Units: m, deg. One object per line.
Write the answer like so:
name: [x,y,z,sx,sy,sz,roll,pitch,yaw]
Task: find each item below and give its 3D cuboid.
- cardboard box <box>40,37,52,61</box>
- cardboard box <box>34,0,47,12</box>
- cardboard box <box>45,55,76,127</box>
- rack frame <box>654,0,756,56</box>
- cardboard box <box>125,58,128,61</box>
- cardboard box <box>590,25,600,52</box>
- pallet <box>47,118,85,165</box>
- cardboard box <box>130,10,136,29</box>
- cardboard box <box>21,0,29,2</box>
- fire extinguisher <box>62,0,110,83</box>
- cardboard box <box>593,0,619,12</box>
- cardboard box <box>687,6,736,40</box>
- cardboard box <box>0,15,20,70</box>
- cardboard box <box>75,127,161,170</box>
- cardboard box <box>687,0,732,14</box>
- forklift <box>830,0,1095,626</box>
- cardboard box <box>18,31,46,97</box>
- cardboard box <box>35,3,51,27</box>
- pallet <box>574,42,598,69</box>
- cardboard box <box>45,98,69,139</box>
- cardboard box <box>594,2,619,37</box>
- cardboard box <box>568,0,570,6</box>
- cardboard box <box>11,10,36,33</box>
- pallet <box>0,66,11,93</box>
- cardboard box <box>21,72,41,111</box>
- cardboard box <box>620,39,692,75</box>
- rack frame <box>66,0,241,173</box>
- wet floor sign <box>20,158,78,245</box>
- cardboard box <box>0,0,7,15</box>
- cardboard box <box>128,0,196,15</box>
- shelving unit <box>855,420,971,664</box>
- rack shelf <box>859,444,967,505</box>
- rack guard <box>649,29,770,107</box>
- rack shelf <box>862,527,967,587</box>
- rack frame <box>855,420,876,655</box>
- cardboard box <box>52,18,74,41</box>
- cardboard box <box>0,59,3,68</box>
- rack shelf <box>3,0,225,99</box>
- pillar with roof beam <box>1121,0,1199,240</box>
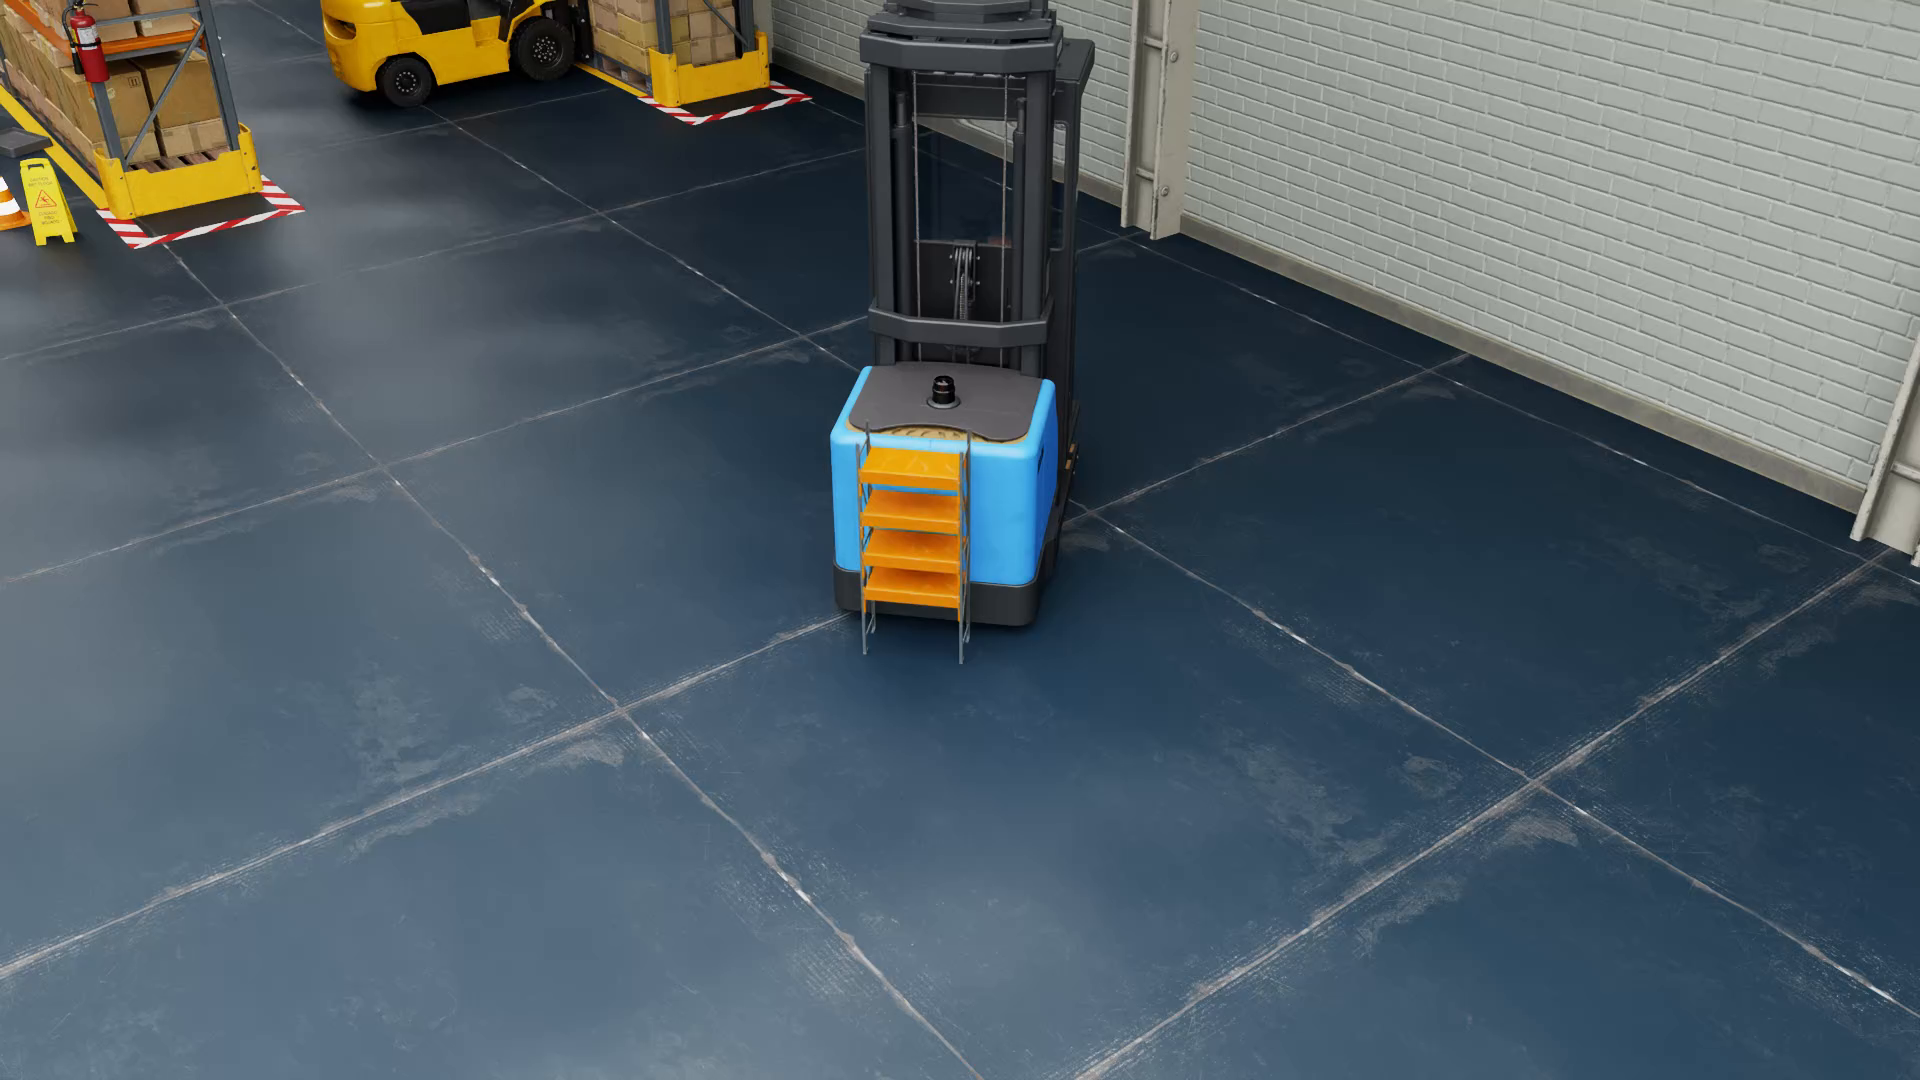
cardboard box: [-7.487,-4.160,13.987,0.380,0.149,0.250,-22,38,-31]
cardboard box: [-7.214,-4.585,13.412,0.500,0.500,0.500,-22,38,-31]
cardboard box: [-7.380,-3.863,14.125,0.500,0.500,0.500,-21,37,-30]
rack frame: [-2.441,-5.676,15.546,1.000,3.000,0.127,-22,38,-31]
cardboard box: [-6.975,-4.049,14.424,0.500,0.500,0.500,-24,39,-33]
cardboard box: [-3.576,-5.202,16.990,0.500,0.250,0.500,-22,38,-31]
pallet: [-7.621,-3.774,15.126,1.003,0.211,1.213,-22,38,-31]
cardboard box: [-6.571,-4.271,13.522,0.380,0.149,0.250,-22,38,-31]
cardboard box: [-7.919,-4.762,14.312,0.380,0.149,0.250,-22,38,-32]
fire extinguisher: [-6.654,-3.839,12.661,0.296,0.674,0.183,-22,38,-31]
cardboard box: [-3.288,-5.413,16.383,0.500,0.250,0.500,-22,38,-31]
cardboard box: [-2.565,-5.162,16.452,0.500,0.250,0.500,-21,38,-31]
cardboard box: [-8.664,-4.731,15.522,0.500,0.500,0.500,-20,37,-29]
cardboard box: [-7.083,-3.339,13.991,0.500,0.250,0.500,-22,38,-32]
cardboard box: [-2.586,-5.373,16.318,0.500,0.250,0.500,-23,39,-32]
forklift: [0.105,-1.573,9.005,1.130,2.935,3.031,5,32,8]
cardboard box: [-8.010,-4.295,14.820,0.500,0.500,0.500,-20,37,-29]
cardboard box: [-7.323,-4.329,13.616,0.380,0.149,0.250,-22,38,-31]
pallet: [-3.687,-5.305,17.591,1.003,0.211,1.213,-22,38,-31]
cardboard box: [-7.705,-3.764,14.675,0.500,0.250,0.500,-24,39,-33]
cardboard box: [-3.286,-5.213,16.535,0.500,0.250,0.500,-23,38,-32]
cardboard box: [-3.923,-5.631,17.208,0.500,0.250,0.500,-22,38,-32]
cardboard box: [-8.151,-4.610,14.713,0.380,0.149,0.250,-20,37,-29]
pallet: [-9.291,-4.875,16.899,1.003,0.211,1.213,-22,38,-31]
cardboard box: [-8.328,-4.194,15.368,0.500,0.250,0.500,-20,37,-29]
cardboard box: [-2.979,-4.780,16.311,0.500,0.250,0.500,-22,38,-31]
rack frame: [-6.360,-4.069,12.958,1.000,3.000,0.127,-22,38,-31]
wet floor sign: [-7.088,-2.643,12.894,0.267,0.644,0.232,-10,33,-15]
cardboard box: [-8.635,-4.935,15.236,0.380,0.149,0.250,-22,38,-31]
cardboard box: [-6.431,-4.525,13.315,0.500,0.500,0.500,-23,39,-32]
shelving unit: [-0.217,0.023,8.075,0.503,1.200,0.258,5,32,8]
rack shelf: [-0.217,-0.310,7.868,0.480,0.148,0.258,5,32,8]
rack guard: [-2.426,-4.604,16.189,1.175,0.500,0.348,-22,38,-31]
rack shelf: [-0.217,0.081,8.111,0.480,0.148,0.258,5,32,8]
rack frame: [-0.457,0.002,8.110,0.015,1.200,0.240,5,32,8]
cardboard box: [-7.001,-4.118,13.276,0.380,0.149,0.250,-23,38,-32]
cardboard box: [-9.136,-5.016,16.575,0.950,0.372,0.625,-22,38,-31]
rack shelf: [-7.586,-4.597,14.490,1.077,0.370,4.000,-22,38,-31]
pillar with roof beam: [-1.877,-4.913,8.631,9.100,9.000,0.400,-22,38,-31]
